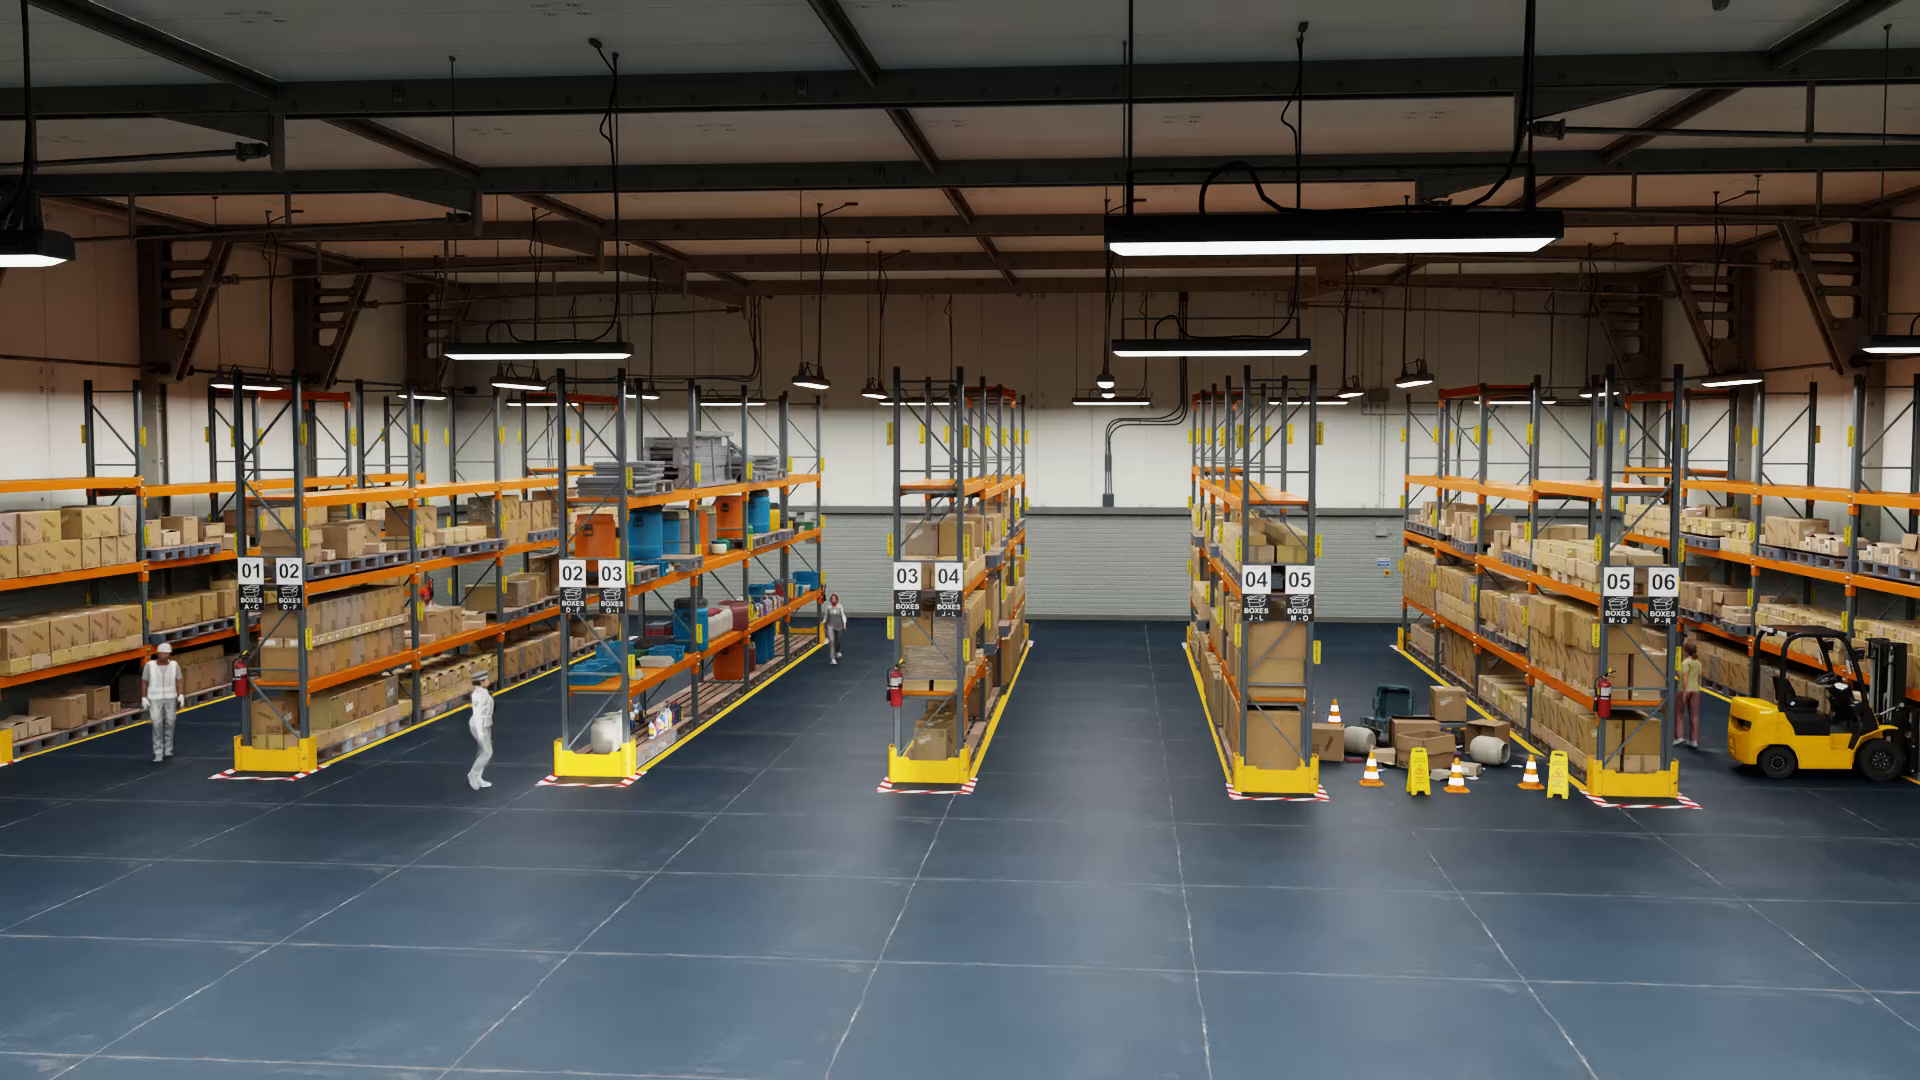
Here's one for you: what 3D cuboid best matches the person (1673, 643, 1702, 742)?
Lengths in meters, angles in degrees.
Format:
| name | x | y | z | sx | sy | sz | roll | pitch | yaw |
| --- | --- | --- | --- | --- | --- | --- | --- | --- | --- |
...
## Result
| name | x | y | z | sx | sy | sz | roll | pitch | yaw |
| --- | --- | --- | --- | --- | --- | --- | --- | --- | --- |
| person | 11.823 | 2.462 | 26.872 | 0.441 | 1.585 | 0.538 | 0 | 4 | -2 |

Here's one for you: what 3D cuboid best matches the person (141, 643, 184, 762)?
| name | x | y | z | sx | sy | sz | roll | pitch | yaw |
| --- | --- | --- | --- | --- | --- | --- | --- | --- | --- |
| person | -12.375 | 2.508 | 25.862 | 0.580 | 1.797 | 0.591 | -3 | 4 | -37 |

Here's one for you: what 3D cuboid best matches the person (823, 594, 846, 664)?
| name | x | y | z | sx | sy | sz | roll | pitch | yaw |
| --- | --- | --- | --- | --- | --- | --- | --- | --- | --- |
| person | -2.776 | 1.938 | 36.799 | 0.489 | 1.525 | 1.002 | 0 | 4 | -6 |

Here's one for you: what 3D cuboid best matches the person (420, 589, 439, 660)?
| name | x | y | z | sx | sy | sz | roll | pitch | yaw |
| --- | --- | --- | --- | --- | --- | --- | --- | --- | --- |
| person | -11.402 | 1.910 | 35.432 | 0.690 | 1.725 | 1.061 | 1 | 4 | 9 |

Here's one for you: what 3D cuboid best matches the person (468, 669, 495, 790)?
| name | x | y | z | sx | sy | sz | roll | pitch | yaw |
| --- | --- | --- | --- | --- | --- | --- | --- | --- | --- |
| person | -6.785 | 2.681 | 23.632 | 0.395 | 1.691 | 0.503 | 0 | 4 | 5 |
